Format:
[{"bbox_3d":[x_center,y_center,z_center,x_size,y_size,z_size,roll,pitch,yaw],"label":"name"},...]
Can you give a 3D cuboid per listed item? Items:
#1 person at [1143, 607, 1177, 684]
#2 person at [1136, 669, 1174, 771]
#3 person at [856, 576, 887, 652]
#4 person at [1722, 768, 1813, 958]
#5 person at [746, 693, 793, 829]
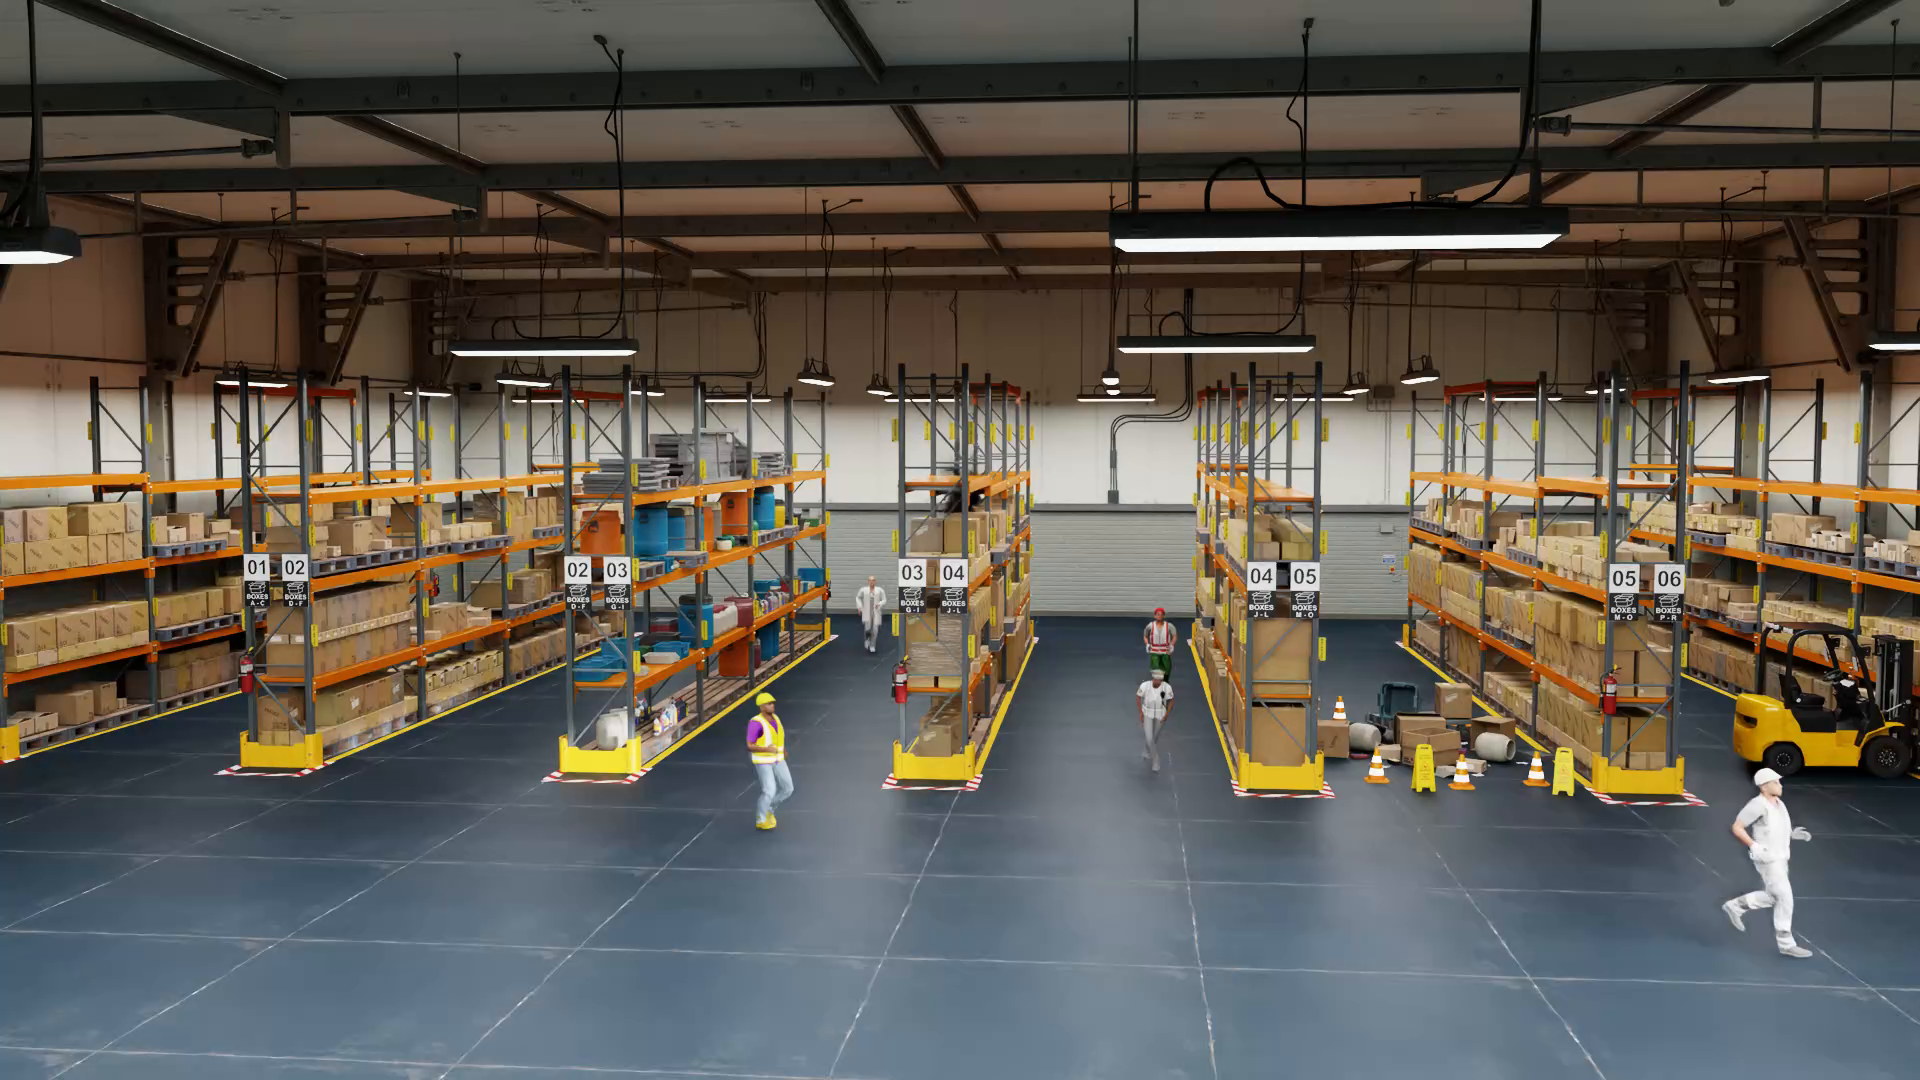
[{"bbox_3d":[3.758,2.126,31.227,0.636,1.741,0.586,1,4,8],"label":"person"},{"bbox_3d":[2.910,2.672,24.931,0.564,1.575,0.960,0,4,0],"label":"person"},{"bbox_3d":[-2.019,1.696,37.972,0.698,1.734,0.623,0,4,-7],"label":"person"},{"bbox_3d":[7.805,3.086,16.080,0.670,1.764,0.914,-3,5,-40],"label":"person"},{"bbox_3d":[-2.359,2.783,20.912,0.600,1.724,0.685,3,5,37],"label":"person"}]
